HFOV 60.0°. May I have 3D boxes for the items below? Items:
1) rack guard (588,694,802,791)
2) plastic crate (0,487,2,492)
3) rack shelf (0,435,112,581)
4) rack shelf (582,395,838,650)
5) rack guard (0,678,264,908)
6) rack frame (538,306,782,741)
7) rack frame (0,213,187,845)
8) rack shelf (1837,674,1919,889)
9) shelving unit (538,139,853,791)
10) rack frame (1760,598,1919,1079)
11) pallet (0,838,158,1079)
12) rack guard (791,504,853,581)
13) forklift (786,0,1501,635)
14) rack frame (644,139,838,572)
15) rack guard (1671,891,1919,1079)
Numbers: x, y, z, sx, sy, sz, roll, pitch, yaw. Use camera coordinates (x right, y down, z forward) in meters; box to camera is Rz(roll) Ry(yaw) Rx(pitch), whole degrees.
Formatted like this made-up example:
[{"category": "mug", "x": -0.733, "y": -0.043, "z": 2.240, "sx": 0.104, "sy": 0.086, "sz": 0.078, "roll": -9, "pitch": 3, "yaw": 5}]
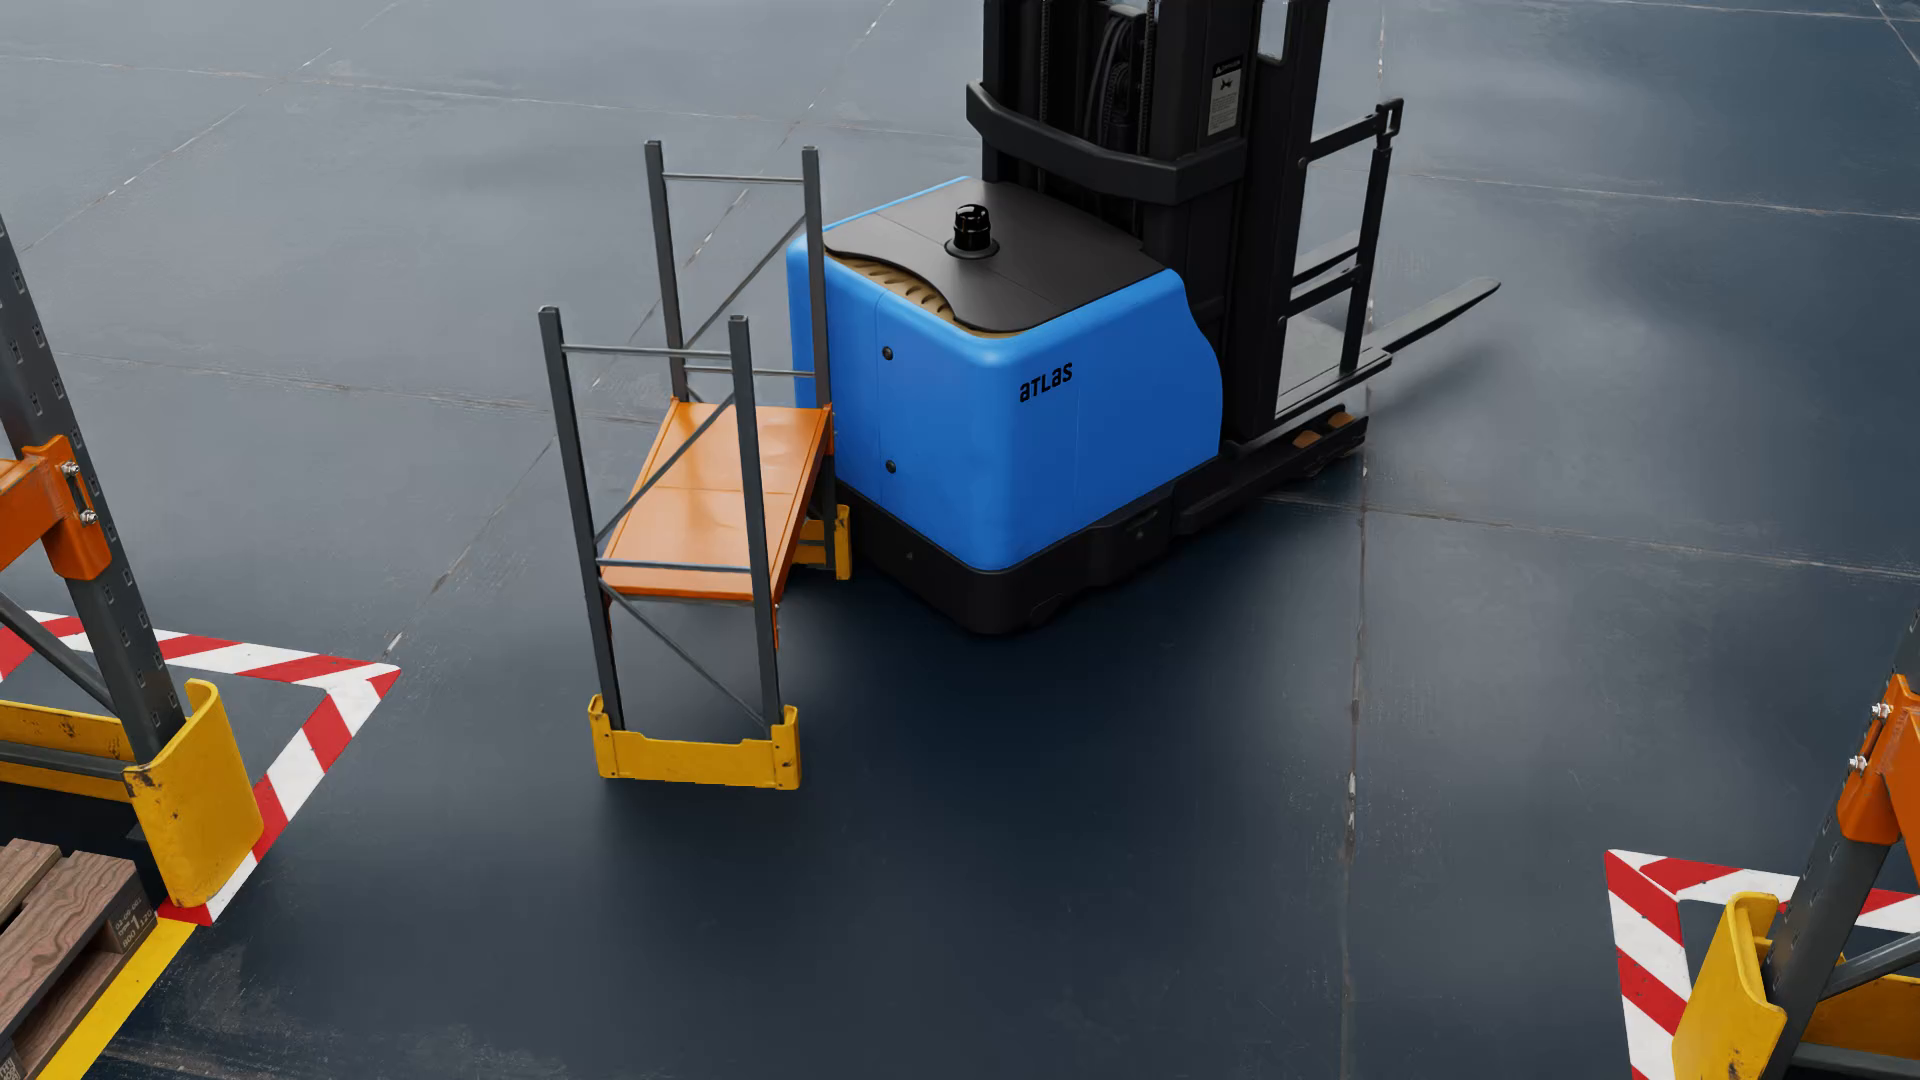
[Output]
[{"category": "rack guard", "x": -0.751, "y": 0.577, "z": 4.741, "sx": 0.587, "sy": 0.250, "sz": 0.087, "roll": 3, "pitch": 36, "yaw": 4}, {"category": "plastic crate", "x": -2.378, "y": -0.069, "z": 3.416, "sx": 0.499, "sy": 0.251, "sz": 0.616, "roll": 7, "pitch": 37, "yaw": 10}, {"category": "rack shelf", "x": -2.991, "y": 0.984, "z": 2.449, "sx": 1.077, "sy": 0.370, "sz": 4.000, "roll": 7, "pitch": 37, "yaw": 10}, {"category": "rack shelf", "x": -0.703, "y": -0.080, "z": 4.889, "sx": 0.538, "sy": 0.185, "sz": 1.000, "roll": 3, "pitch": 36, "yaw": 4}, {"category": "rack guard", "x": -2.534, "y": 0.608, "z": 4.485, "sx": 1.175, "sy": 0.500, "sz": 0.348, "roll": 7, "pitch": 37, "yaw": 10}, {"category": "rack frame", "x": -0.751, "y": 0.071, "z": 4.373, "sx": 0.500, "sy": 1.500, "sz": 0.032, "roll": 3, "pitch": 36, "yaw": 4}, {"category": "rack frame", "x": -2.564, "y": -0.454, "z": 3.820, "sx": 1.000, "sy": 3.000, "sz": 0.127, "roll": 7, "pitch": 37, "yaw": 10}, {"category": "rack shelf", "x": 1.847, "y": 1.607, "z": 1.589, "sx": 1.077, "sy": 0.370, "sz": 4.000, "roll": 7, "pitch": 37, "yaw": 10}, {"category": "shelving unit", "x": -0.704, "y": -0.220, "z": 4.776, "sx": 0.587, "sy": 1.500, "sz": 1.083, "roll": 3, "pitch": 36, "yaw": 4}, {"category": "rack frame", "x": 2.274, "y": 0.169, "z": 2.960, "sx": 1.000, "sy": 3.000, "sz": 0.127, "roll": 7, "pitch": 37, "yaw": 10}, {"category": "pallet", "x": -2.713, "y": 1.190, "z": 3.928, "sx": 1.003, "sy": 0.211, "sz": 1.213, "roll": 7, "pitch": 37, "yaw": 10}, {"category": "rack guard", "x": -0.657, "y": -0.005, "z": 5.544, "sx": 0.587, "sy": 0.250, "sz": 0.087, "roll": 3, "pitch": 36, "yaw": 4}, {"category": "forklift", "x": 0.872, "y": -1.624, "z": 5.494, "sx": 3.031, "sy": 2.935, "sz": 1.130, "roll": -28, "pitch": 44, "yaw": -33}, {"category": "rack frame", "x": -0.655, "y": -0.523, "z": 5.193, "sx": 0.500, "sy": 1.500, "sz": 0.032, "roll": 3, "pitch": 36, "yaw": 4}, {"category": "rack guard", "x": 2.280, "y": 1.168, "z": 3.713, "sx": 1.175, "sy": 0.500, "sz": 0.348, "roll": 7, "pitch": 37, "yaw": 10}]
